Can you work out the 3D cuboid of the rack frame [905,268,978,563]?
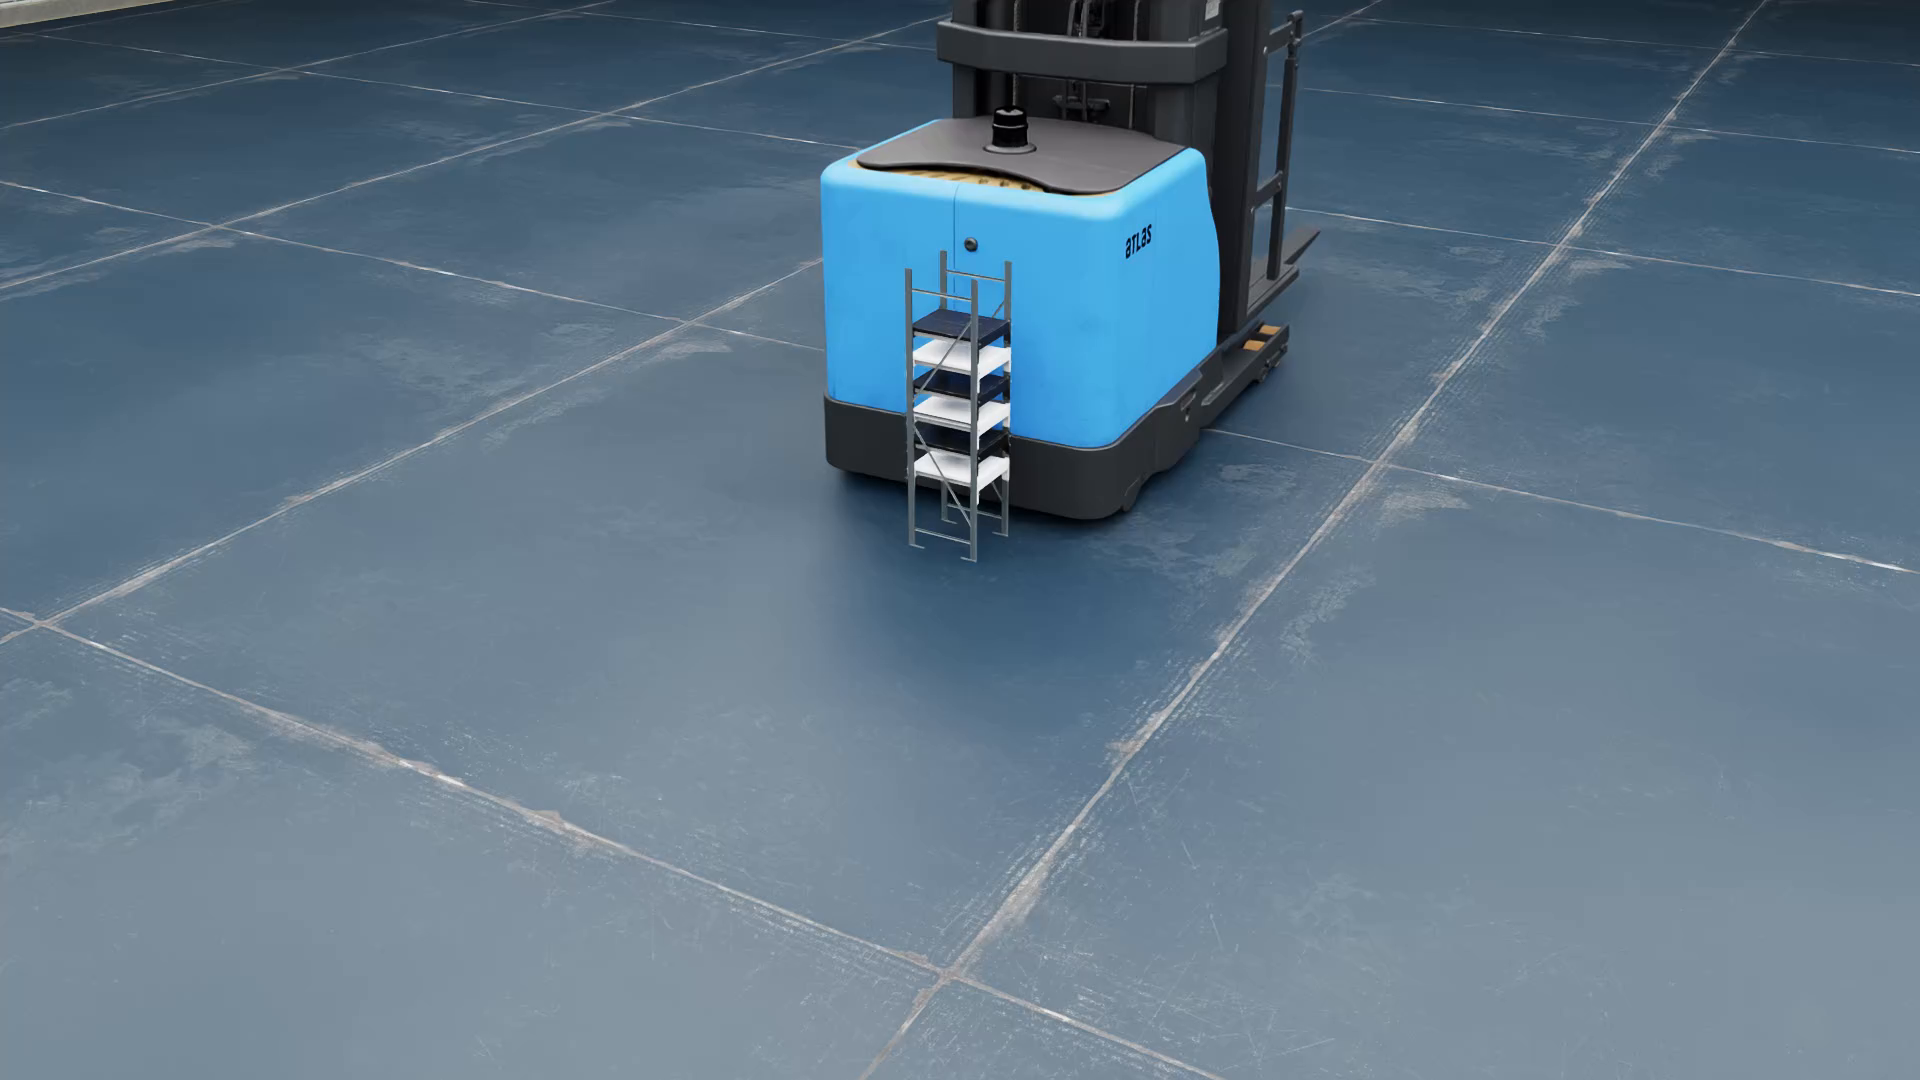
[{"bbox_3d":[-0.054,-0.360,4.963,0.240,0.900,0.006,14,30,26],"label":"rack frame"}]

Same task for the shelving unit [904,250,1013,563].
[{"bbox_3d":[-0.004,-0.399,5.042,0.258,0.900,0.210,14,30,26],"label":"shelving unit"}]

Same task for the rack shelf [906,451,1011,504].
[{"bbox_3d":[-0.004,-0.208,5.138,0.258,0.077,0.200,14,30,26],"label":"rack shelf"}]

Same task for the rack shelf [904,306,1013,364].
[{"bbox_3d":[-0.004,-0.611,4.936,0.258,0.077,0.200,14,30,26],"label":"rack shelf"}]

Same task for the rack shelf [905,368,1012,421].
[{"bbox_3d":[-0.004,-0.450,5.017,0.258,0.077,0.200,14,30,26],"label":"rack shelf"}]

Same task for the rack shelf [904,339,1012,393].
[{"bbox_3d":[-0.004,-0.530,4.977,0.258,0.077,0.200,14,30,26],"label":"rack shelf"}]

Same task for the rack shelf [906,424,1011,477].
[{"bbox_3d":[-0.004,-0.289,5.097,0.258,0.077,0.200,14,30,26],"label":"rack shelf"}]

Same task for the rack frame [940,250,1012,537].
[{"bbox_3d":[0.046,-0.439,5.121,0.240,0.900,0.006,14,30,26],"label":"rack frame"}]

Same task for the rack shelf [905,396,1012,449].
[{"bbox_3d":[-0.004,-0.369,5.057,0.258,0.077,0.200,14,30,26],"label":"rack shelf"}]

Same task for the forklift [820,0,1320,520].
[{"bbox_3d":[0.661,-2.003,5.977,1.130,2.935,3.031,13,29,24],"label":"forklift"}]
